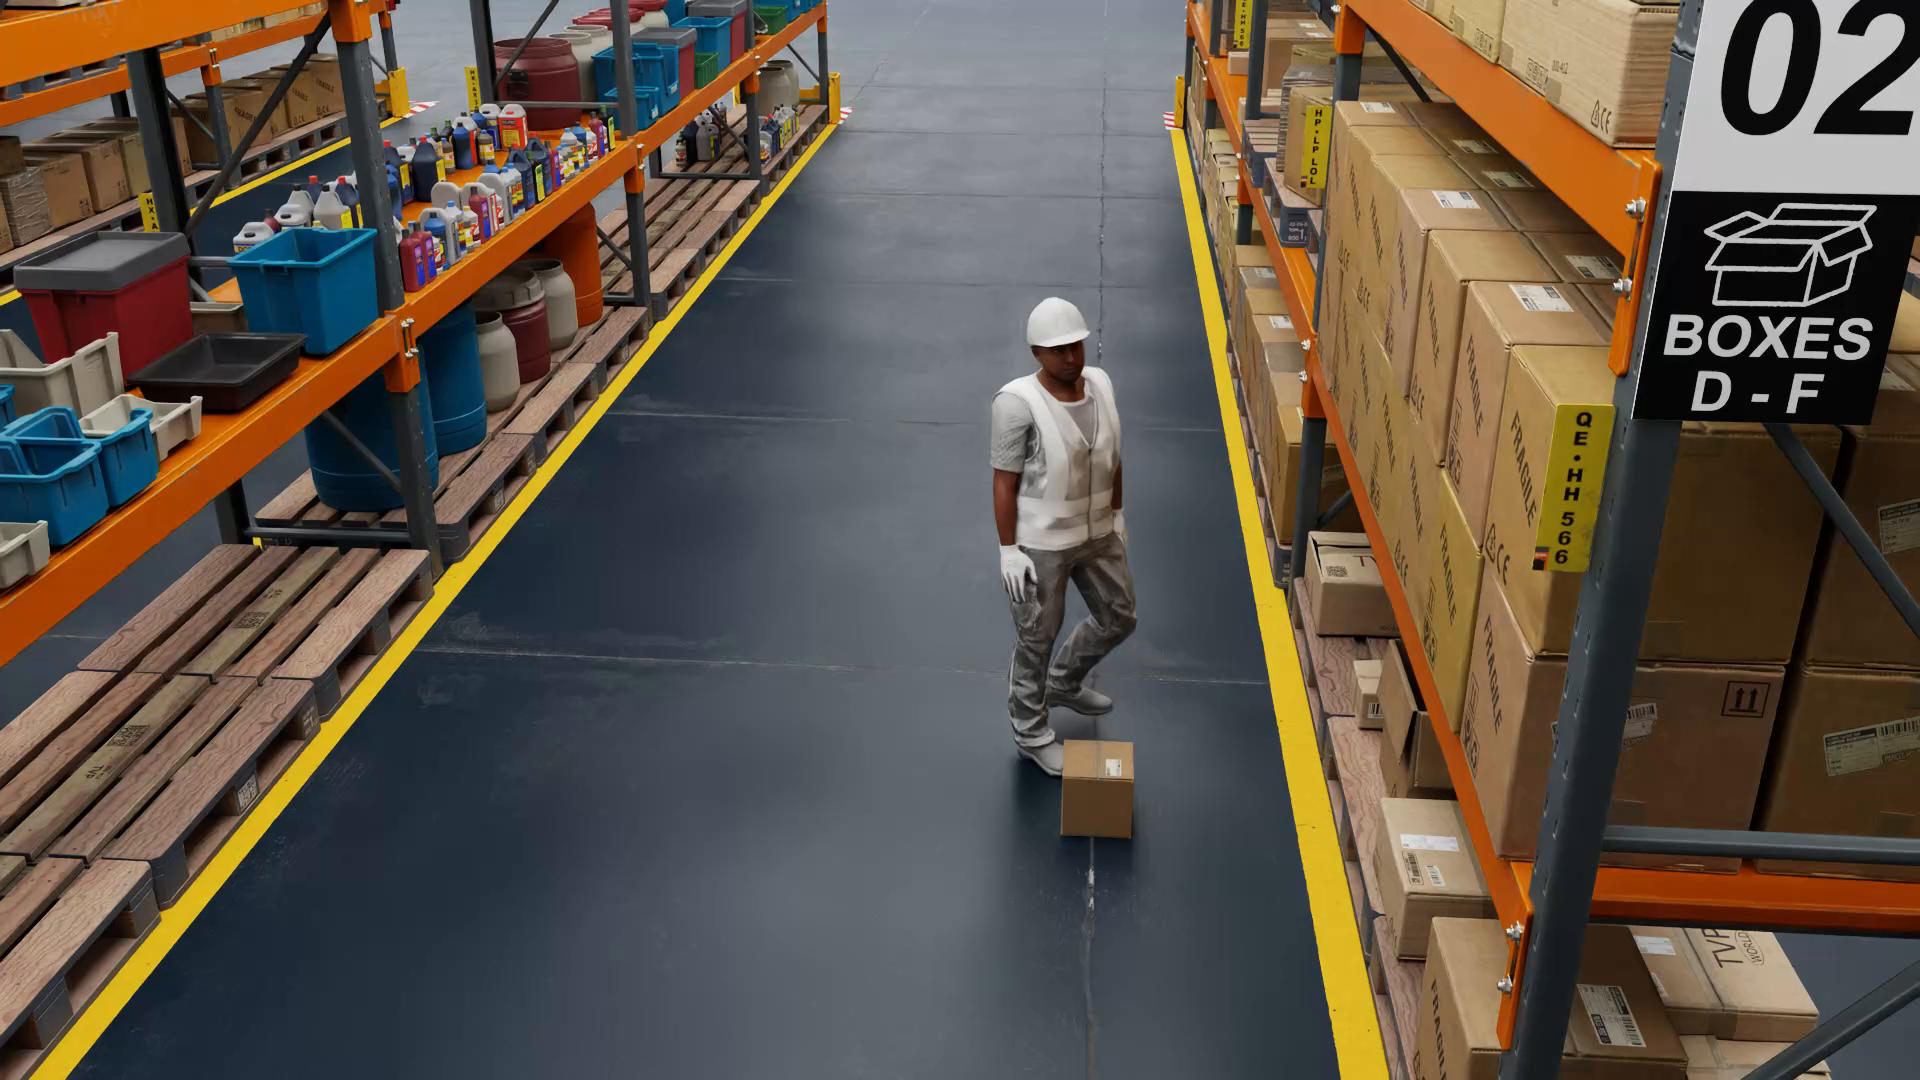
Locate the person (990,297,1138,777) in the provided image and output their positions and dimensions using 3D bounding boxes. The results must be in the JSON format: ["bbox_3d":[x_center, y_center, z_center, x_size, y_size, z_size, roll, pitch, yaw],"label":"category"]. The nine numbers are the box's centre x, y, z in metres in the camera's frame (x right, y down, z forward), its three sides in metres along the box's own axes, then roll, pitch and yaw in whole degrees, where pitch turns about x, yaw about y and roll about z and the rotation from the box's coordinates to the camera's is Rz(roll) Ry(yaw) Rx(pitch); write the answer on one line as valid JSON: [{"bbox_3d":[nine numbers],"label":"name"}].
[{"bbox_3d":[0.385,-0.013,6.065,0.623,1.787,0.429,-19,31,-36],"label":"person"}]
